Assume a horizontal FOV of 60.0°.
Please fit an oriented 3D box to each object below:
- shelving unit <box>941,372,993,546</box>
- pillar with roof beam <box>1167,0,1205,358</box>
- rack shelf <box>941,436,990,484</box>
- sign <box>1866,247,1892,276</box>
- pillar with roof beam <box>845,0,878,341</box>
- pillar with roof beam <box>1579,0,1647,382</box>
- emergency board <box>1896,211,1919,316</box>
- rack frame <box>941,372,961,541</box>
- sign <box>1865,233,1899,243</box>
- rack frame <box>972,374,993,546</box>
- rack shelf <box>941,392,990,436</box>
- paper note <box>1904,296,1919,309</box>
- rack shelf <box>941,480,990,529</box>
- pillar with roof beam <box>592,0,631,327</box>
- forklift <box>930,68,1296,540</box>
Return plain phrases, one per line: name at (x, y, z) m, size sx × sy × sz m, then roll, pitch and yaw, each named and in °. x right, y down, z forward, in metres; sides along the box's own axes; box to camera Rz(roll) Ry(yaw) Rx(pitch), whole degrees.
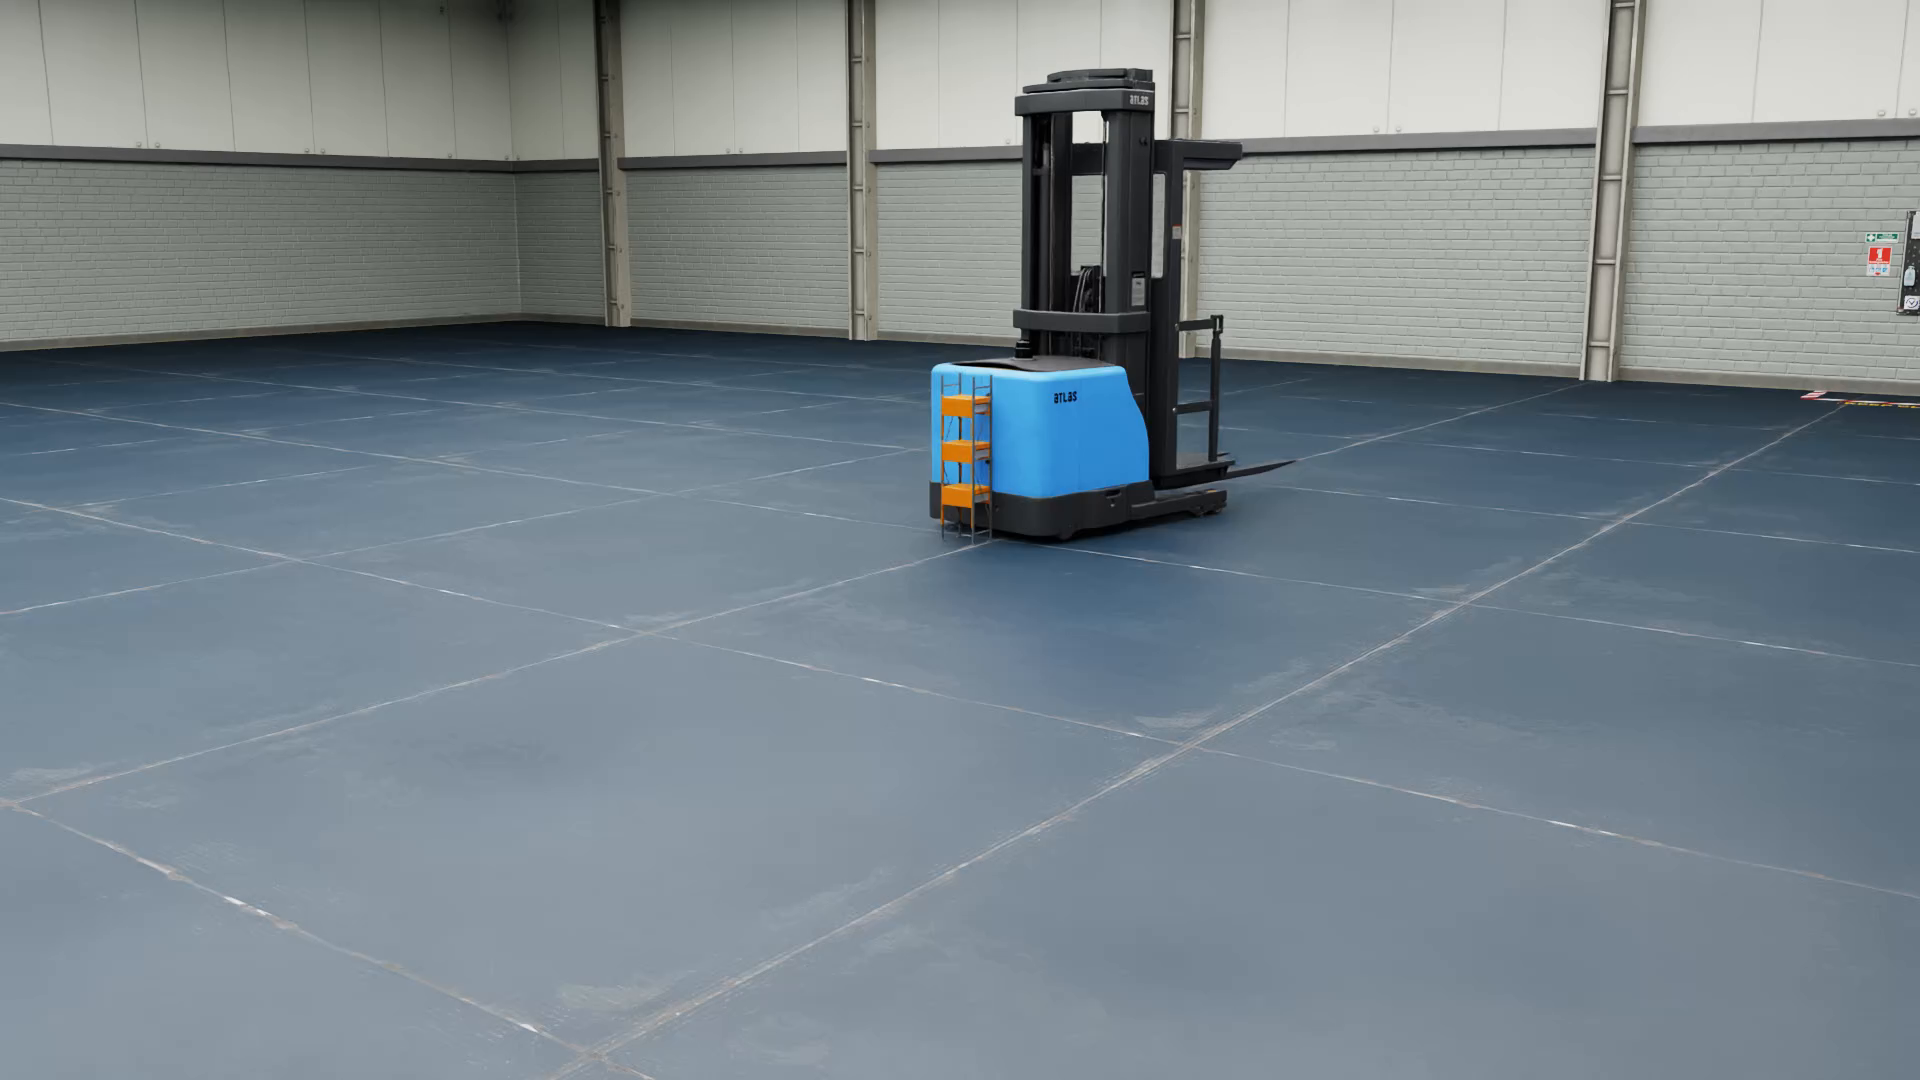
shelving unit at (0.041, -0.509, 10.397) m, size 0.252 × 1.050 × 0.215 m, roll 8°, pitch 14°, yaw 37°
pillar with roof beam at (0.670, -6.453, 20.192) m, size 0.400 × 9.000 × 9.100 m, roll 8°, pitch 13°, yaw 36°
rack shelf at (0.041, -0.499, 10.399) m, size 0.240 × 0.259 × 0.215 m, roll 8°, pitch 14°, yaw 37°
sign at (10.537, -3.196, 19.060) m, size 0.234 × 0.329 × 0.001 m, roll 8°, pitch 13°, yaw 36°
pillar with roof beam at (-4.166, -7.127, 23.678) m, size 0.400 × 9.000 × 9.100 m, roll 8°, pitch 13°, yaw 36°
pillar with roof beam at (5.506, -5.778, 16.705) m, size 0.400 × 9.000 × 9.100 m, roll 8°, pitch 13°, yaw 36°
emergency board at (10.925, -3.105, 18.680) m, size 0.626 × 1.169 × 0.157 m, roll 8°, pitch 13°, yaw 36°
rack frame at (-0.055, -0.524, 10.470) m, size 0.008 × 1.050 × 0.200 m, roll 8°, pitch 14°, yaw 37°
sign at (10.535, -3.455, 19.000) m, size 0.331 × 0.109 × 0.001 m, roll 8°, pitch 13°, yaw 36°
rack frame at (0.138, -0.495, 10.325) m, size 0.008 × 1.050 × 0.200 m, roll 8°, pitch 14°, yaw 37°
rack shelf at (0.042, -0.778, 10.346) m, size 0.240 × 0.259 × 0.215 m, roll 8°, pitch 14°, yaw 37°
paper note at (10.819, -2.699, 18.902) m, size 0.142 × 0.148 × 0.016 m, roll 8°, pitch 13°, yaw 36°
rack shelf at (0.041, -0.226, 10.452) m, size 0.240 × 0.259 × 0.215 m, roll 8°, pitch 14°, yaw 37°
pillar with roof beam at (-9.002, -7.802, 27.165) m, size 0.400 × 9.000 × 9.100 m, roll 8°, pitch 13°, yaw 36°
forklift at (1.201, -1.656, 11.371) m, size 3.031 × 2.935 × 1.130 m, roll -11°, pitch 15°, yaw -44°
